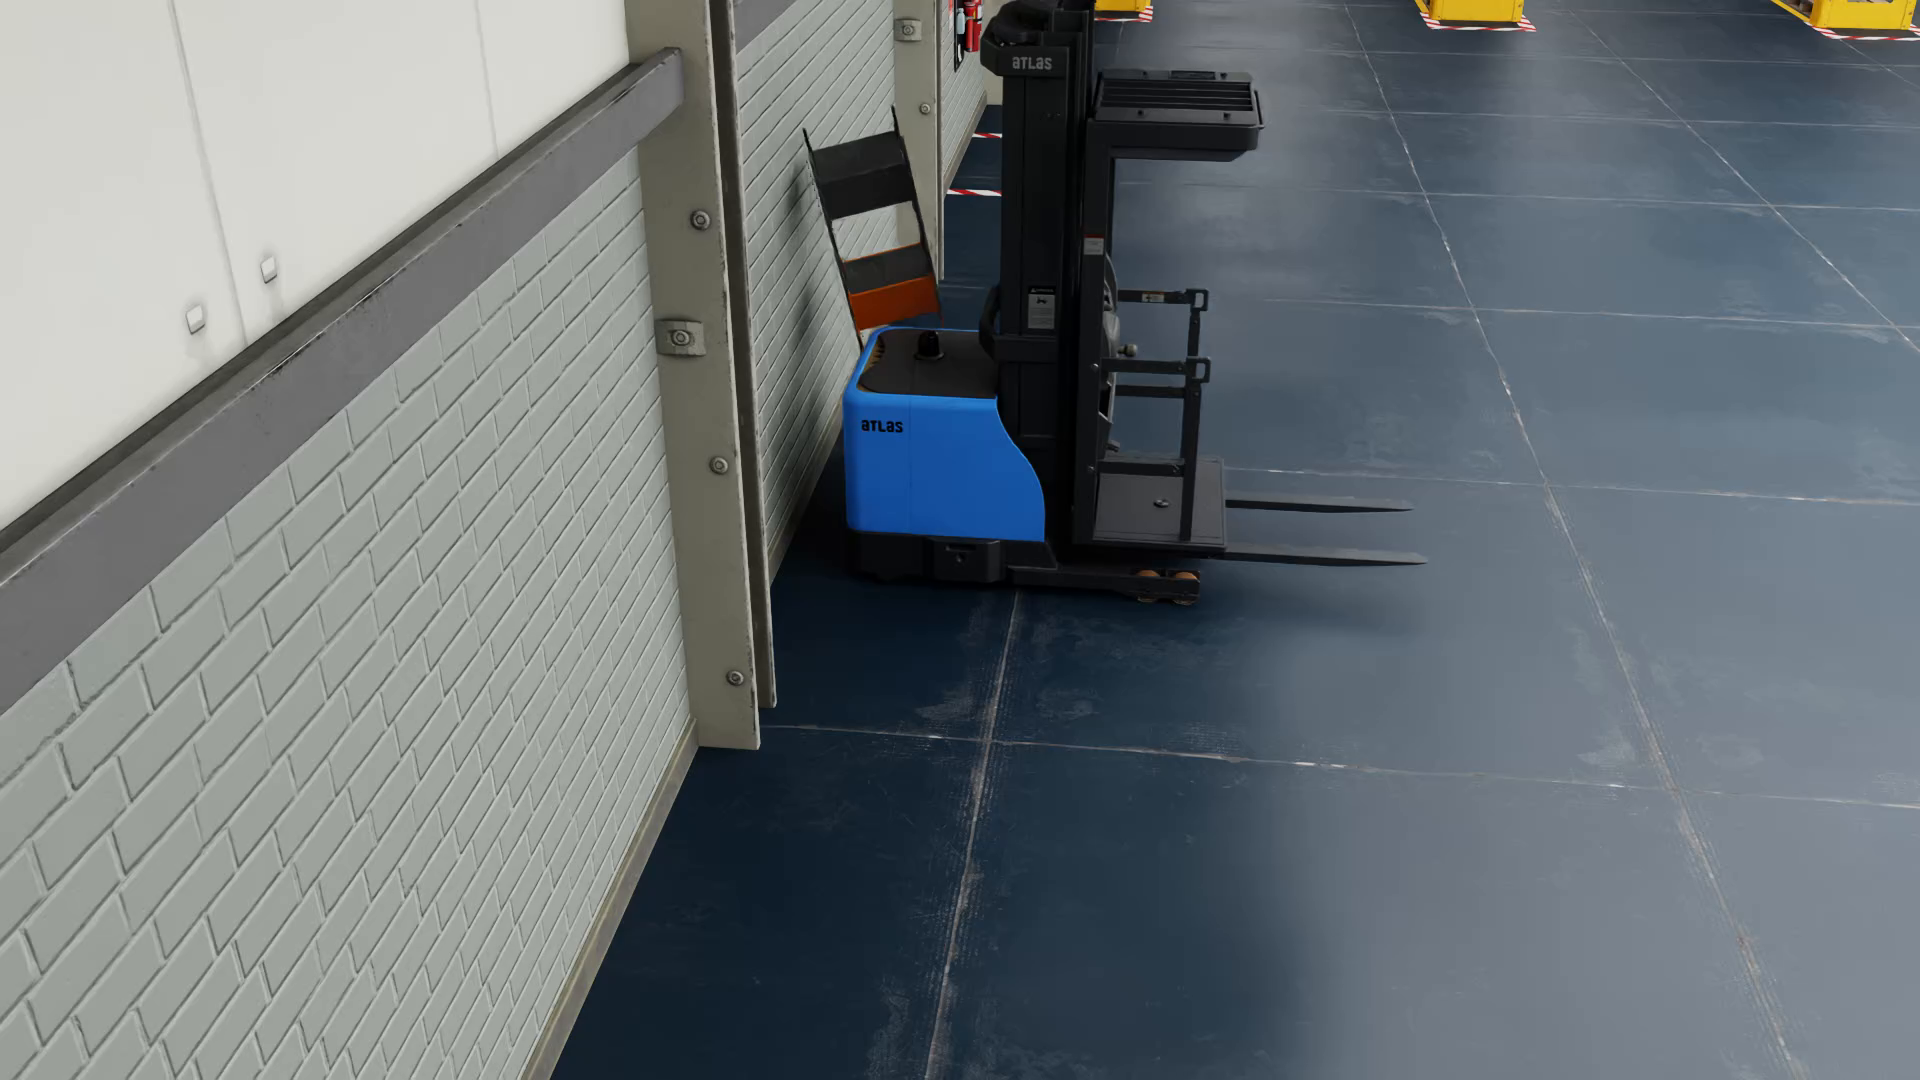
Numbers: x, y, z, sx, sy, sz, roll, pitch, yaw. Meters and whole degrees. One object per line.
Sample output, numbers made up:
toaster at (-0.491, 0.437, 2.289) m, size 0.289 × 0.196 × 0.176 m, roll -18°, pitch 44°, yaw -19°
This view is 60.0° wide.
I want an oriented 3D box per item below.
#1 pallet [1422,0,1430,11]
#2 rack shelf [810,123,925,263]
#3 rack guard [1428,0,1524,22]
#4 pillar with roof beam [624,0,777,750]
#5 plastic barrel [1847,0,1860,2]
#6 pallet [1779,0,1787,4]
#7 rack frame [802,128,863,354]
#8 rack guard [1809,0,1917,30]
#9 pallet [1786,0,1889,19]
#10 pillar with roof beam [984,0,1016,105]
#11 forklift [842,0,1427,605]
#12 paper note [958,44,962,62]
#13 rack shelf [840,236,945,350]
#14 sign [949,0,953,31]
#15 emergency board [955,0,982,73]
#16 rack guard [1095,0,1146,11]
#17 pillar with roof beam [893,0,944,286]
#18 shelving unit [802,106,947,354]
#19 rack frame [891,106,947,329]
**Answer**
pallet at (6.907, -7.418, 22.797) m, size 1.003 × 0.211 × 1.213 m, roll 3°, pitch 28°, yaw 6°
rack shelf at (-0.501, -1.873, 8.986) m, size 0.480 × 0.518 × 0.431 m, roll -14°, pitch 39°, yaw -1°
rack guard at (6.852, -7.172, 22.035) m, size 1.175 × 0.500 × 0.348 m, roll 3°, pitch 28°, yaw 6°
pillar with roof beam at (3.232, -2.867, 5.085) m, size 9.100 × 9.000 × 0.400 m, roll 3°, pitch 28°, yaw 6°
plastic barrel at (11.775, -7.398, 21.999) m, size 0.421 × 0.512 × 0.421 m, roll 0°, pitch 28°, yaw 0°
pallet at (11.990, -7.759, 23.430) m, size 1.003 × 0.211 × 1.213 m, roll 3°, pitch 28°, yaw 6°
rack frame at (-0.610, -1.294, 9.415) m, size 0.015 × 2.100 × 0.400 m, roll -14°, pitch 39°, yaw -1°
rack guard at (11.733, -6.932, 21.590) m, size 1.175 × 0.500 × 0.348 m, roll 3°, pitch 28°, yaw 6°
pallet at (11.838, -7.187, 22.367) m, size 1.003 × 0.211 × 1.213 m, roll 3°, pitch 28°, yaw 6°
pillar with roof beam at (4.702, -8.516, 15.569) m, size 9.100 × 9.000 × 0.400 m, roll 3°, pitch 28°, yaw 6°
forklift at (0.945, -1.222, 8.428) m, size 3.031 × 2.935 × 1.130 m, roll 3°, pitch 28°, yaw 6°
paper note at (-0.001, -4.497, 15.363) m, size 0.016 × 0.148 × 0.142 m, roll 3°, pitch 28°, yaw 6°
rack shelf at (-0.371, -1.344, 9.426) m, size 0.480 × 0.518 × 0.431 m, roll -14°, pitch 39°, yaw -1°
sign at (-0.081, -4.725, 14.821) m, size 0.001 × 0.329 × 0.234 m, roll 3°, pitch 28°, yaw 6°
emergency board at (0.089, -4.964, 15.302) m, size 0.194 × 1.169 × 0.643 m, roll 3°, pitch 28°, yaw 6°
rack guard at (1.947, -7.505, 22.653) m, size 1.175 × 0.500 × 0.348 m, roll 3°, pitch 28°, yaw 6°
pillar with roof beam at (3.967, -5.692, 10.327) m, size 9.100 × 9.000 × 0.400 m, roll 3°, pitch 28°, yaw 6°
shelving unit at (-0.374, -1.354, 9.418) m, size 0.503 × 2.100 × 0.431 m, roll -14°, pitch 39°, yaw -1°
rack frame at (-0.137, -1.415, 9.421) m, size 0.015 × 2.100 × 0.400 m, roll -14°, pitch 39°, yaw -1°
